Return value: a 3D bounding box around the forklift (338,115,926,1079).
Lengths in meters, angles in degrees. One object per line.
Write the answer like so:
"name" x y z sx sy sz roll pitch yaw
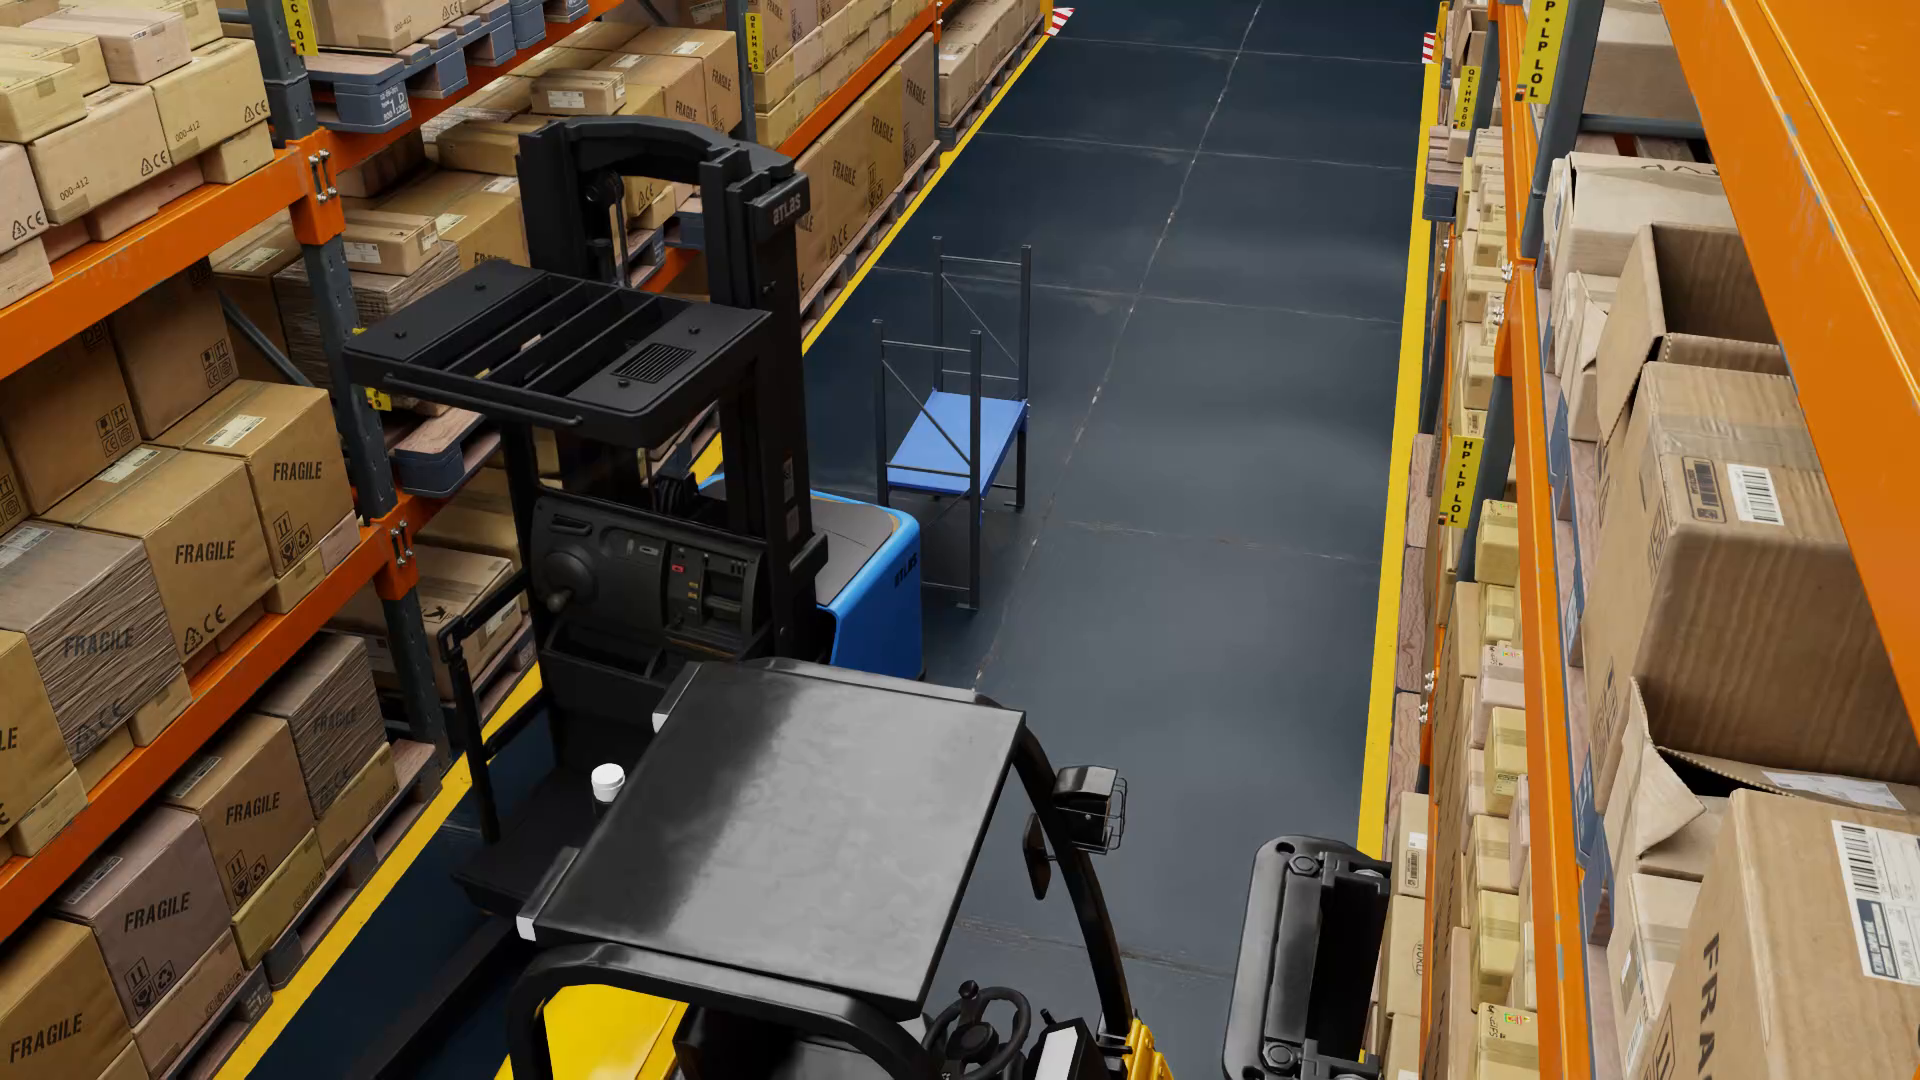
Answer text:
"forklift" -1.208 0.181 5.734 1.130 2.935 3.031 13 35 20

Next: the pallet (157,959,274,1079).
"pallet" -3.140 1.834 5.668 1.003 0.211 1.213 8 33 12

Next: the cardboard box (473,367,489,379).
"cardboard box" -2.179 -0.774 7.014 0.380 0.149 0.250 9 33 13

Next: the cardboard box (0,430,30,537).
"cardboard box" -3.322 -0.203 4.970 0.700 0.500 0.500 7 33 11

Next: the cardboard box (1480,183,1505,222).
"cardboard box" 2.594 -1.510 7.632 0.380 0.149 0.250 8 33 13

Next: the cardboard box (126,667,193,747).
"cardboard box" -2.738 0.511 5.384 0.380 0.149 0.250 8 33 12

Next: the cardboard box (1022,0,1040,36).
"cardboard box" 0.278 -5.298 16.284 0.875 0.438 0.875 7 33 11

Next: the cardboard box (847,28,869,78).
"cardboard box" -0.940 -3.360 11.379 0.500 0.250 0.500 8 33 12

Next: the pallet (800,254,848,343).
"pallet" -1.408 -1.629 11.115 1.003 0.211 1.213 8 33 12

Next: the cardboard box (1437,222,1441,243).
"cardboard box" 3.539 -2.174 11.313 0.500 0.500 0.500 7 33 11

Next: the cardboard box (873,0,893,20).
"cardboard box" -0.788 -3.838 11.665 0.500 0.250 0.500 9 33 14

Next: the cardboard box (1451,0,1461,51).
"cardboard box" 3.665 -3.538 11.035 0.700 0.500 0.500 8 33 13

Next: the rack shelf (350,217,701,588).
"rack shelf" -2.189 -1.065 8.300 1.077 0.370 4.000 8 33 12

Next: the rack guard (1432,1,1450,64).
"rack guard" 5.132 -4.790 15.818 1.175 0.500 0.348 8 33 12

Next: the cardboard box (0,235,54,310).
"cardboard box" -2.756 -0.753 4.577 0.380 0.149 0.250 9 34 14

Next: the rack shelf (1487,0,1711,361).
"rack shelf" 2.613 -1.657 6.435 1.077 0.370 4.000 8 33 12

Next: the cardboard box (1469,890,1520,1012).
"cardboard box" 1.359 0.956 3.752 0.380 0.149 0.250 7 33 11

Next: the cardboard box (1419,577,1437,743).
"cardboard box" 2.432 0.494 6.999 0.875 0.625 0.625 8 33 12

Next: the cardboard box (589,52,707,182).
"cardboard box" -1.648 -2.208 8.665 0.500 0.500 0.500 7 33 12

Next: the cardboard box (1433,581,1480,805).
"cardboard box" 1.741 0.496 5.081 0.500 0.500 0.500 7 33 11

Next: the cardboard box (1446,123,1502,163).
"cardboard box" 2.916 -2.197 9.253 0.380 0.149 0.250 9 33 13

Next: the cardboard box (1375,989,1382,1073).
"cardboard box" 1.558 1.586 5.165 0.500 0.250 0.500 8 33 12

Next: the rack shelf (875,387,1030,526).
"rack shelf" -0.022 -0.437 8.375 0.538 0.185 1.000 8 33 12

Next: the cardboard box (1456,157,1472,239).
"cardboard box" 2.748 -1.687 8.281 0.500 0.250 0.500 8 33 12

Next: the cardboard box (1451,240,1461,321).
"cardboard box" 2.639 -1.212 8.000 0.500 0.250 0.500 7 33 11

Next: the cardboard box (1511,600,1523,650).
"cardboard box" 1.703 0.308 4.494 0.380 0.149 0.250 7 33 11

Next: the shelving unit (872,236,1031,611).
"shelving unit" -0.022 -0.589 8.278 0.538 1.500 1.048 8 33 12

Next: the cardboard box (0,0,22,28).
"cardboard box" -3.130 -1.569 5.117 0.380 0.149 0.250 9 34 14

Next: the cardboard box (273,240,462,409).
"cardboard box" -2.300 -0.880 6.576 0.500 0.500 0.500 9 33 14

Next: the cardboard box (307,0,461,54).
"cardboard box" -2.160 -1.959 5.988 0.500 0.250 0.500 7 33 11

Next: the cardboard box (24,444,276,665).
"cardboard box" -2.693 0.034 5.530 0.500 0.500 0.500 9 34 14

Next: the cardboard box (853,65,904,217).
"cardboard box" -0.968 -2.960 12.200 0.875 0.875 0.875 9 34 14

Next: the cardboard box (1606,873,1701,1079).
"cardboard box" 1.007 0.568 2.014 0.380 0.149 0.250 7 33 11

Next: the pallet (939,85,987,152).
"pallet" -0.398 -3.689 14.357 1.003 0.211 1.213 8 33 12

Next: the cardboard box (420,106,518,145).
"cardboard box" -2.408 -1.743 7.934 0.500 0.500 0.500 7 33 11

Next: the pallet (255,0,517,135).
"pallet" -2.437 -1.823 6.201 1.213 0.211 1.003 8 33 12

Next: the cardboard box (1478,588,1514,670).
"cardboard box" 1.706 0.291 4.798 0.380 0.149 0.250 9 33 14

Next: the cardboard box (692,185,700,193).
"cardboard box" -1.556 -1.990 8.927 0.380 0.149 0.250 8 33 12

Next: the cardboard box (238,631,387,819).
"cardboard box" -2.587 0.680 6.358 0.500 0.500 0.500 8 33 12

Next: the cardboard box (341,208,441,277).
"cardboard box" -2.235 -1.145 6.389 0.380 0.149 0.250 8 33 12

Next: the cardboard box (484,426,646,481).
"cardboard box" -2.212 -0.406 8.651 0.950 0.372 0.625 9 34 14

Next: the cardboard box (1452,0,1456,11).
"cardboard box" 4.904 -4.703 15.288 0.797 0.503 0.637 7 33 10

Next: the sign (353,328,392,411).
"sign" -2.170 -0.626 6.132 0.100 0.325 0.005 8 33 12

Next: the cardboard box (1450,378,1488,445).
"cardboard box" 2.107 -0.362 6.197 0.500 0.250 0.500 7 33 11

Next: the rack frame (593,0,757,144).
"rack frame" -1.681 -2.406 9.739 1.000 3.000 0.127 8 33 12

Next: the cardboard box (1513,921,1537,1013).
"cardboard box" 1.361 0.966 3.459 0.380 0.149 0.250 8 33 13

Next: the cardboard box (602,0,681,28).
"cardboard box" -1.803 -3.175 9.922 0.500 0.500 0.500 7 33 11

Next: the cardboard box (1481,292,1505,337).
"cardboard box" 2.273 -0.847 6.589 0.380 0.149 0.250 8 33 13

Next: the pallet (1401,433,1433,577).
"pallet" 2.874 -0.134 8.764 1.003 0.211 1.213 8 33 12

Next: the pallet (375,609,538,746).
"pallet" -2.500 0.442 7.858 1.003 0.211 1.213 8 33 12

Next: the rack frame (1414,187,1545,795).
"rack frame" 2.106 0.343 5.414 1.000 3.000 0.127 8 33 12

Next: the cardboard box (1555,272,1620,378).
"cardboard box" 1.503 -0.446 3.609 0.380 0.149 0.250 9 34 14
